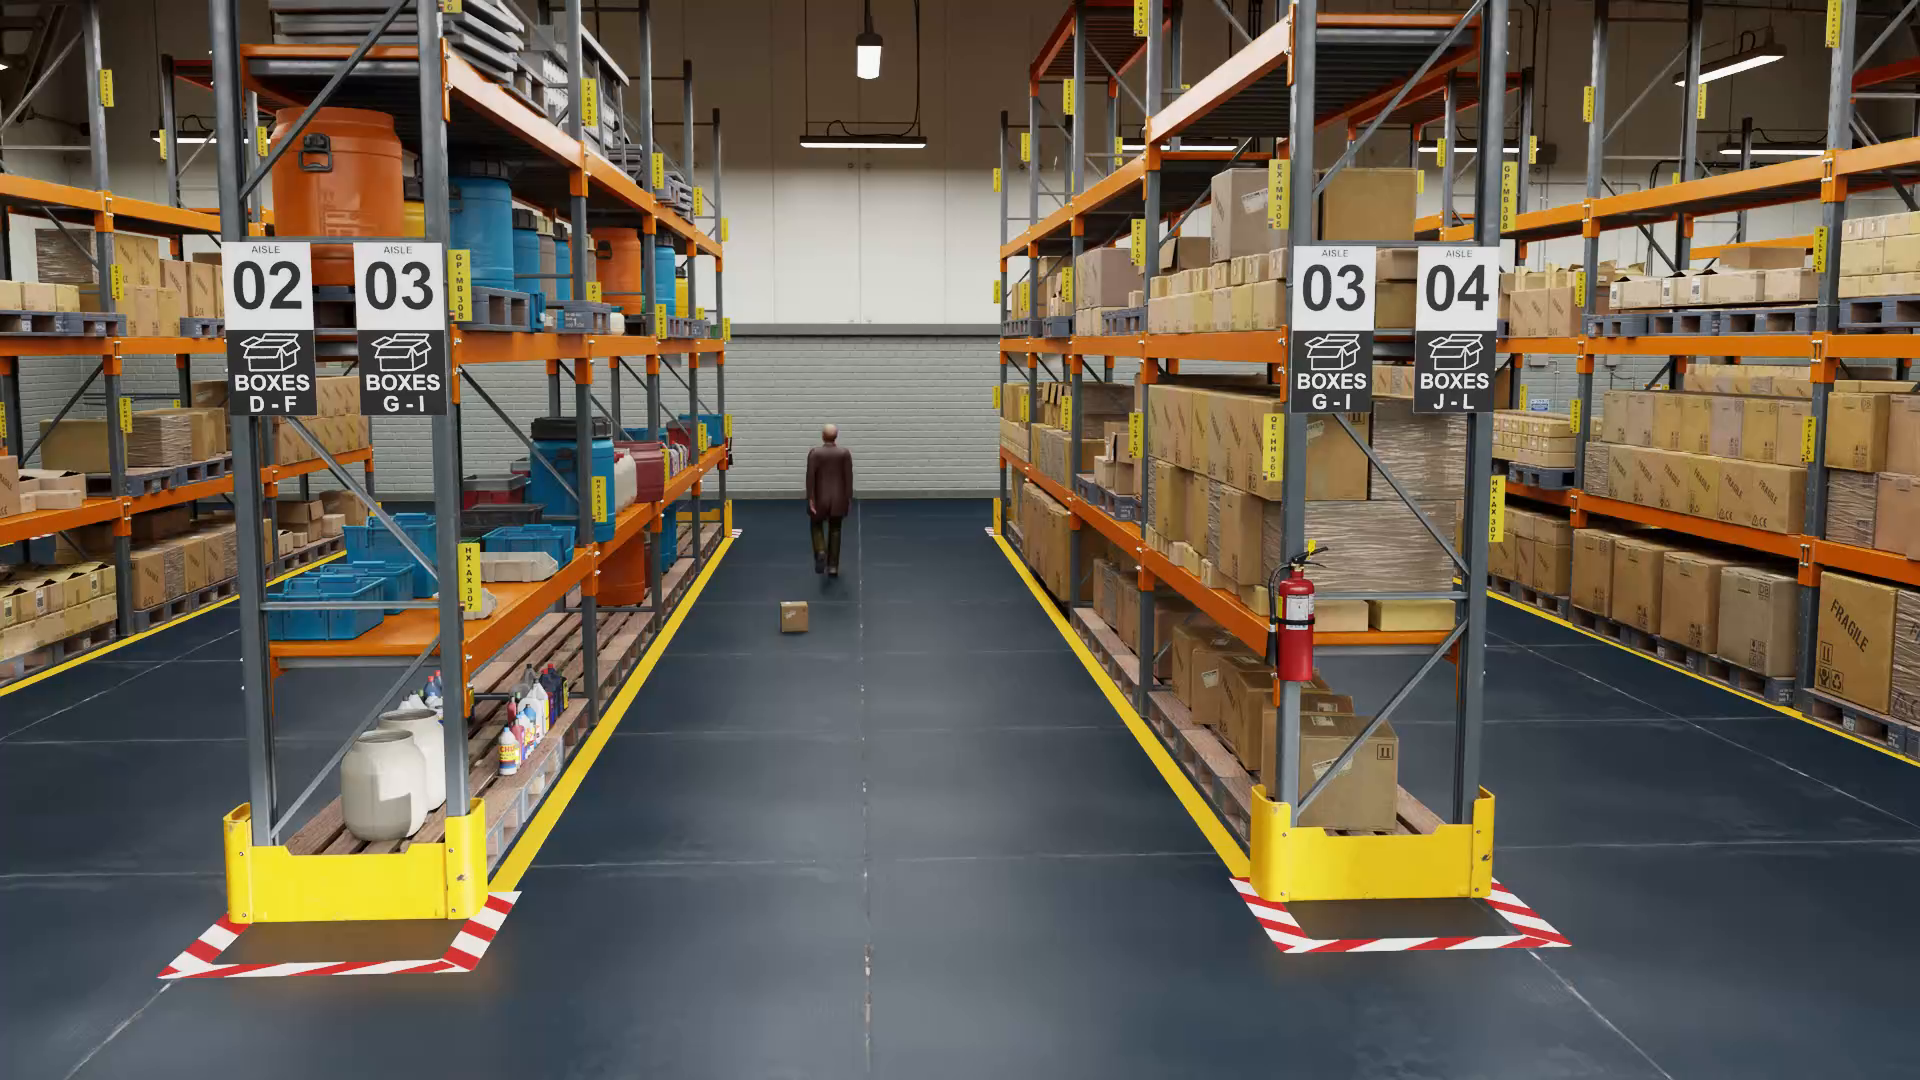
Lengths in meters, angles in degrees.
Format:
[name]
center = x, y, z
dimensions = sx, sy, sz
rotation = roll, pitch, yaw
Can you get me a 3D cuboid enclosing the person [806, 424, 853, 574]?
[person]
center = -1.560, -0.484, 19.829
dimensions = 0.570, 1.796, 0.477
rotation = -1, 7, -9
